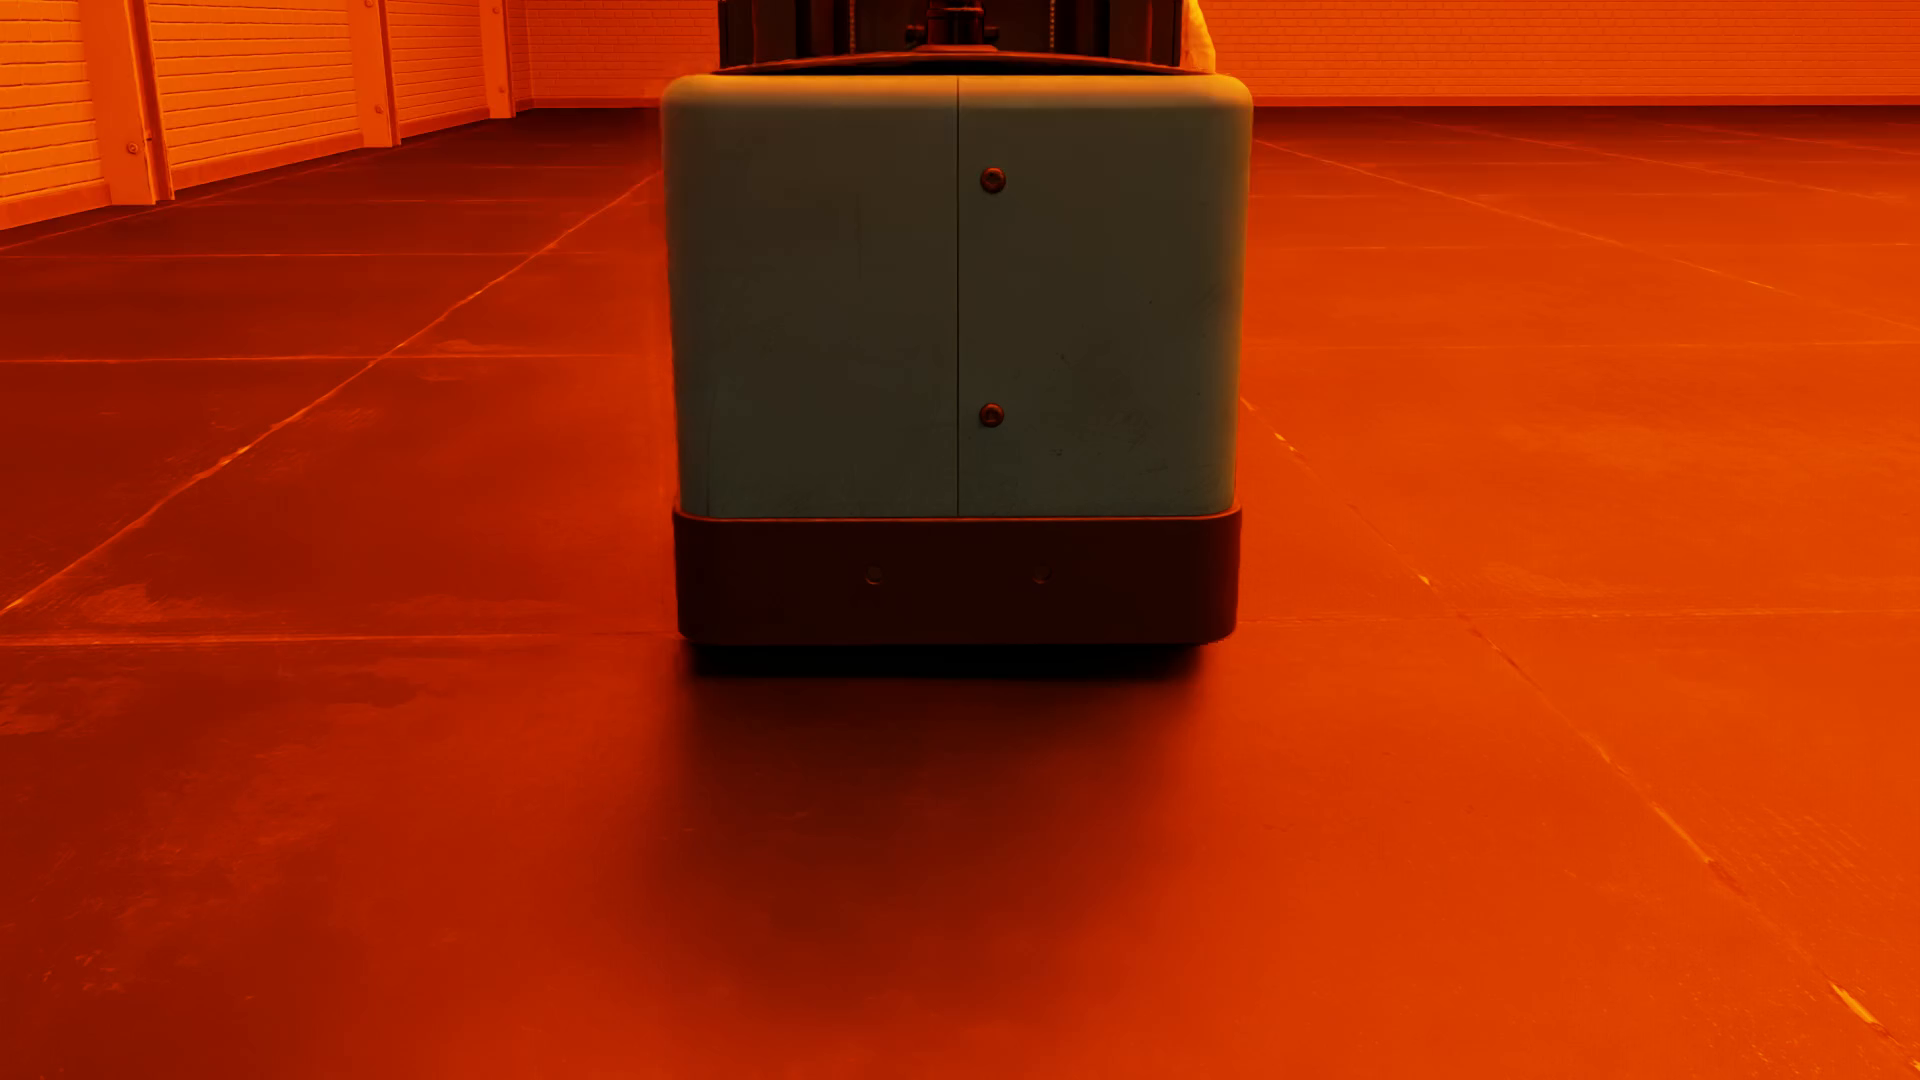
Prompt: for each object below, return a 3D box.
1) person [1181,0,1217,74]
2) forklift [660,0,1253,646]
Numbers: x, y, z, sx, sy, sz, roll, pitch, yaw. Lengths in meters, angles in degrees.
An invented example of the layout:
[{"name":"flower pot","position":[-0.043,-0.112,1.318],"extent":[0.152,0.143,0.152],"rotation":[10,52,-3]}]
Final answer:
[{"name":"person","position":[0.702,-1.796,7.073],"extent":[0.873,1.694,0.480],"rotation":[-3,17,-11]},{"name":"forklift","position":[-0.027,-1.583,4.082],"extent":[1.130,2.935,3.031],"rotation":[0,17,-1]}]
